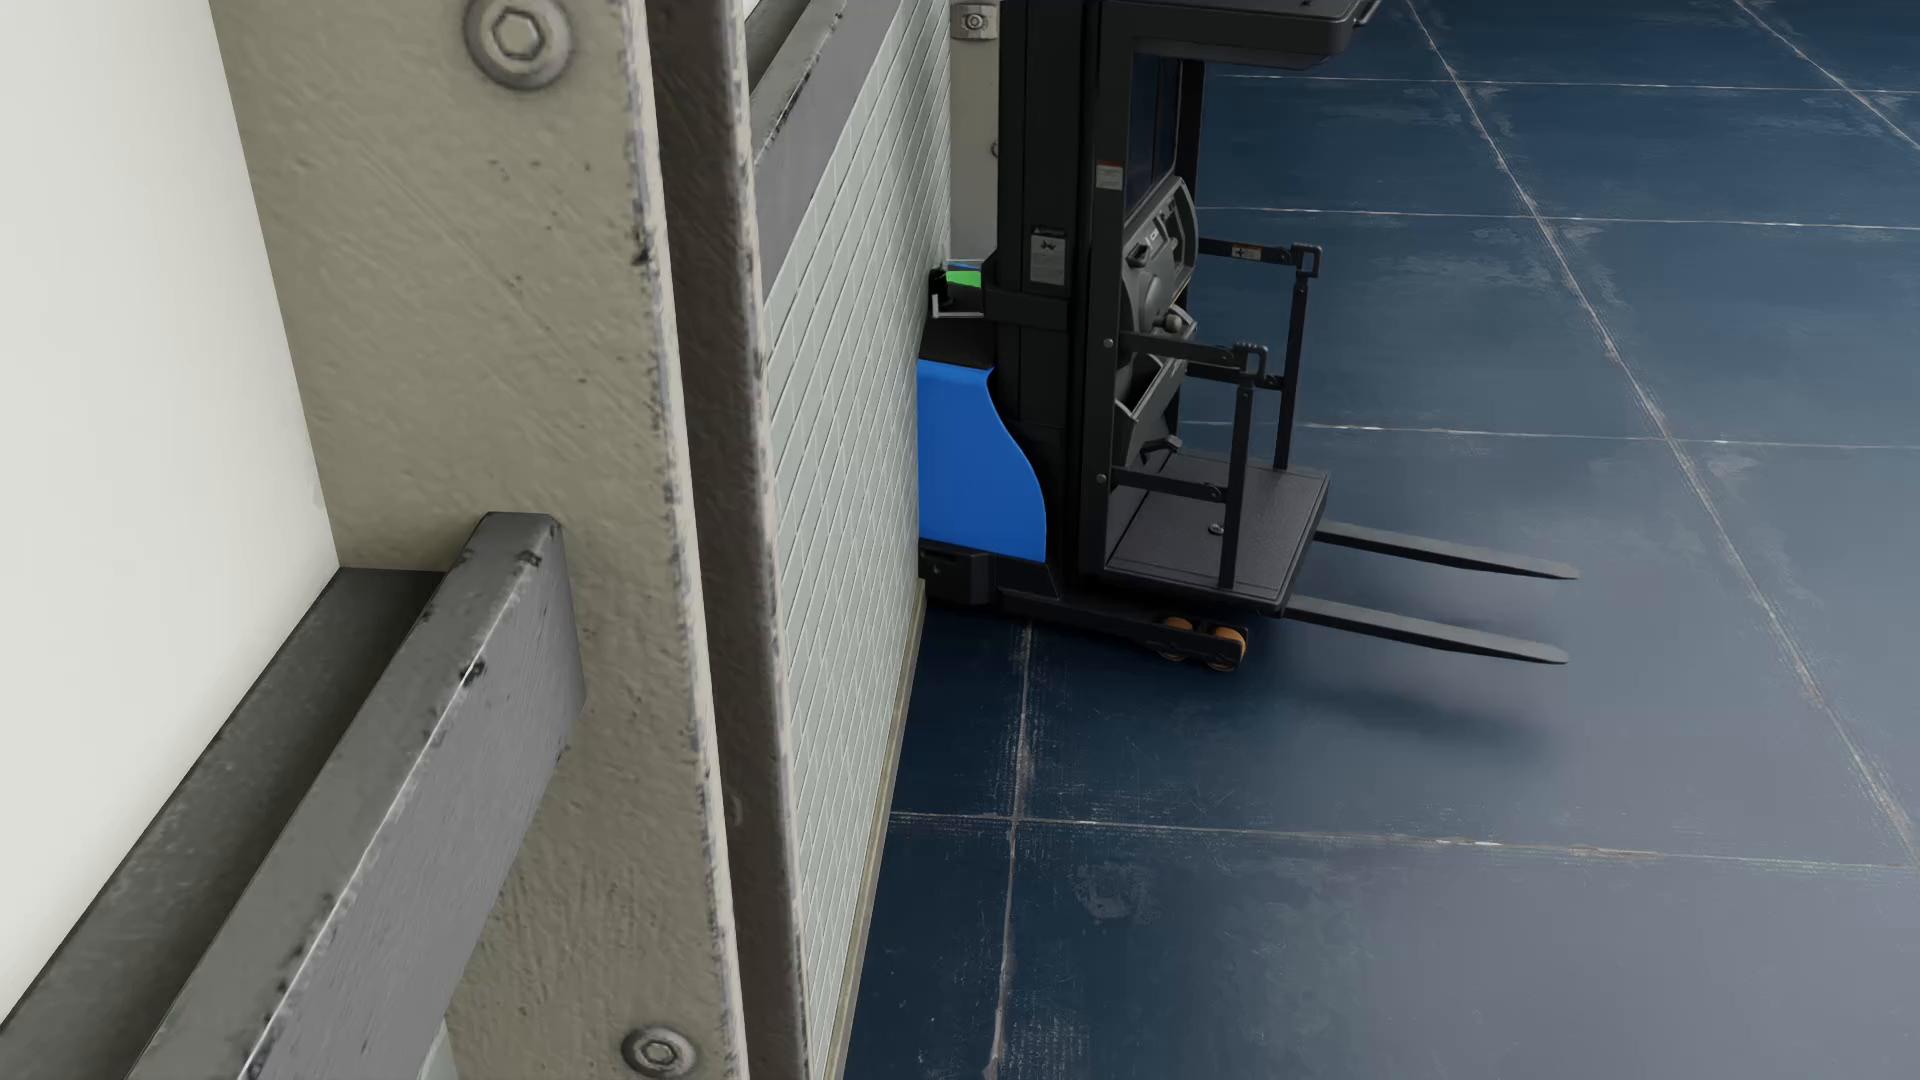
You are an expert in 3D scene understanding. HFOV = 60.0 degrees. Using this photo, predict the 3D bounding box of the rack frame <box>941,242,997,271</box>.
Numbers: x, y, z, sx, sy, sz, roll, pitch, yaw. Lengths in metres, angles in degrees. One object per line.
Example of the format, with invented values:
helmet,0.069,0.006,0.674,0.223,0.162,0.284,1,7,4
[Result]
rack frame,0.063,-0.739,7.251,0.240,1.200,0.015,0,34,4

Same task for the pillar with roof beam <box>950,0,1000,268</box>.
pillar with roof beam,4.409,-4.274,5.607,9.100,9.000,0.400,2,32,4

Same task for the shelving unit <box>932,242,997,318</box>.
shelving unit,0.048,-0.602,7.050,0.258,1.200,0.503,0,34,4

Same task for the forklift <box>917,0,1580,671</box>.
forklift,0.937,-1.058,6.172,3.031,2.935,1.130,11,33,18

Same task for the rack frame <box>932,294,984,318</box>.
rack frame,0.032,-0.464,6.849,0.240,1.200,0.015,0,34,4

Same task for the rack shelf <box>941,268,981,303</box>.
rack shelf,0.033,-0.945,6.815,0.258,0.148,0.480,0,34,4
